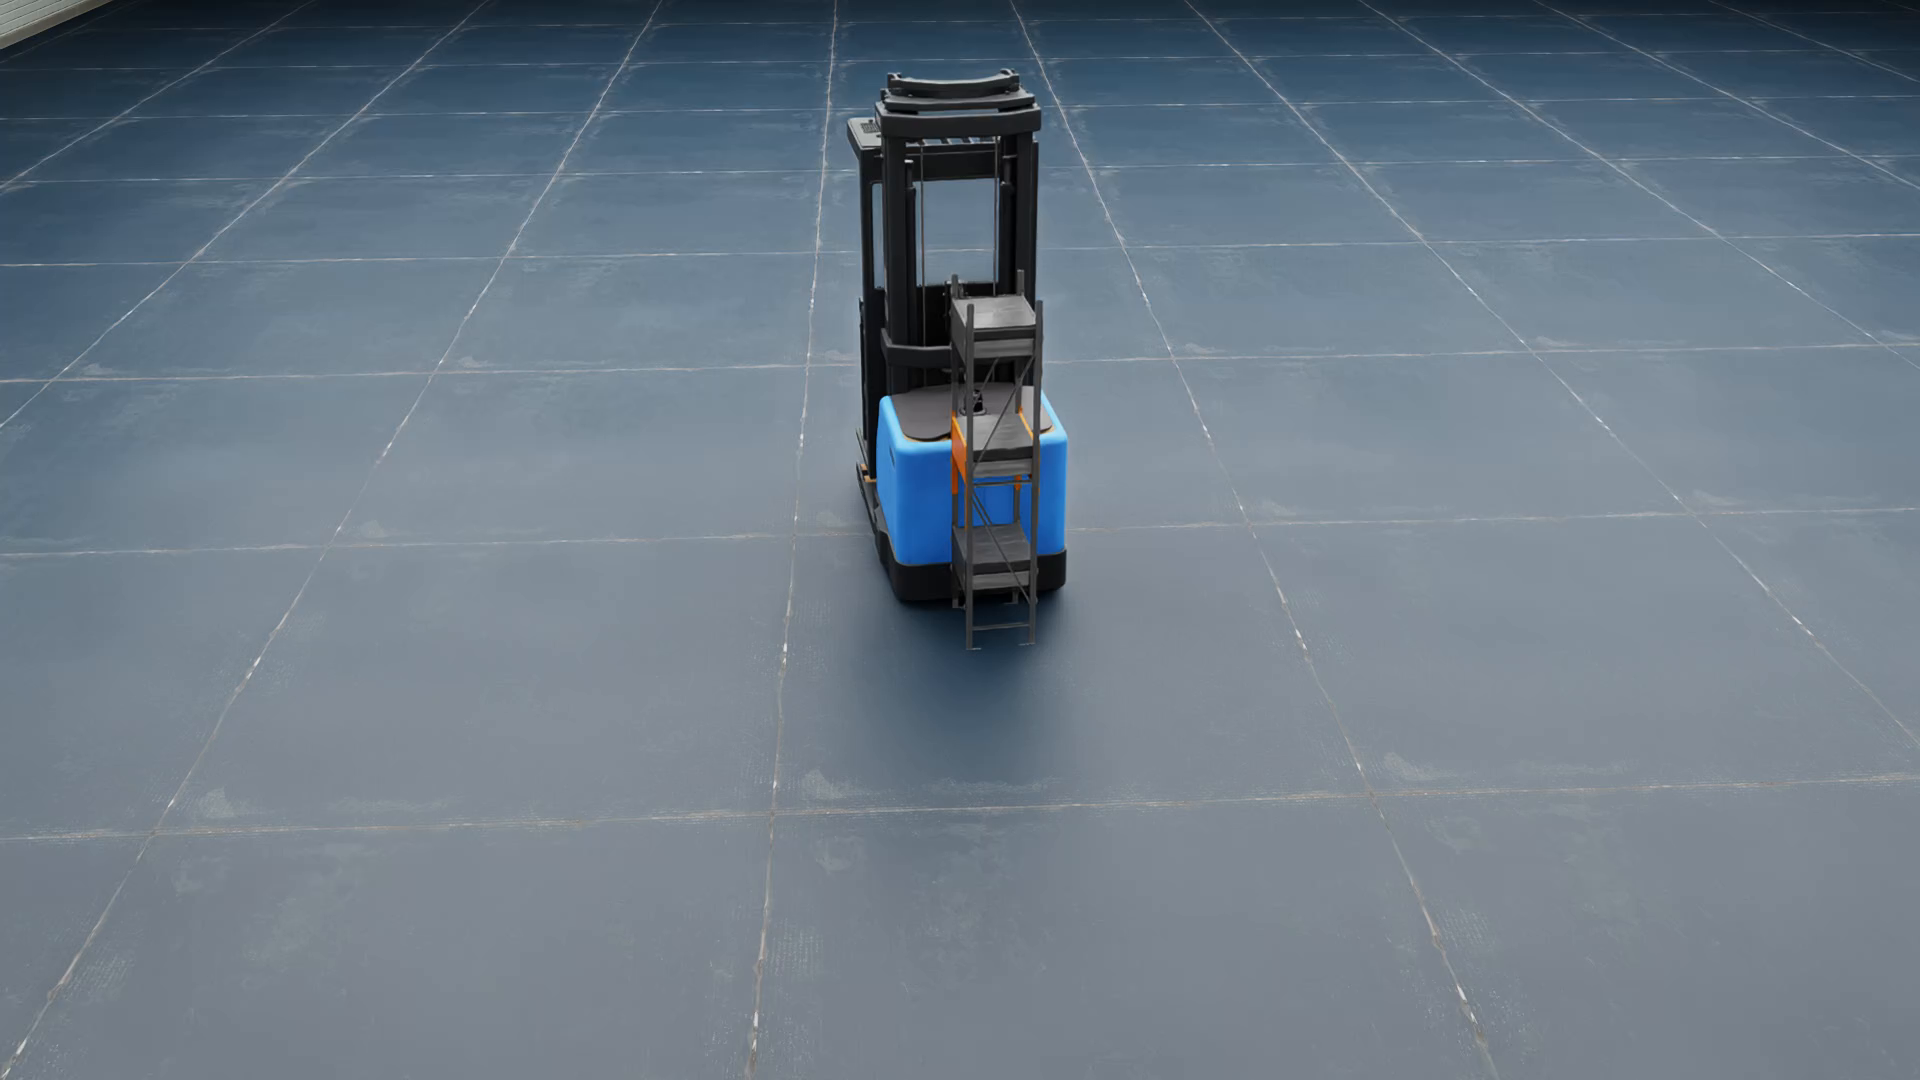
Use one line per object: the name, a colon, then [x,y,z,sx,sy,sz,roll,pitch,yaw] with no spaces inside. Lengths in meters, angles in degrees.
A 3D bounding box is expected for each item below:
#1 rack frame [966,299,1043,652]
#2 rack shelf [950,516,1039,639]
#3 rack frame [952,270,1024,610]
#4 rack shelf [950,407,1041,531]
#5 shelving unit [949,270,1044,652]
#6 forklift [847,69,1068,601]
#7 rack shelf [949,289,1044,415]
rack frame: [0.235,-0.306,9.129,0.400,2.100,0.015,-5,28,-9]
rack shelf: [0.194,0.215,9.673,0.431,0.518,0.480,-5,28,-9]
rack frame: [0.153,-0.529,9.556,0.400,2.100,0.015,-5,28,-9]
rack shelf: [0.194,-0.406,9.349,0.431,0.518,0.480,-5,28,-9]
shelving unit: [0.194,-0.418,9.343,0.431,2.100,0.503,-5,28,-9]
forklift: [-0.109,-1.595,10.700,1.130,2.935,3.031,-5,28,-9]
rack shelf: [0.194,-1.026,9.025,0.431,0.518,0.480,-5,28,-9]
